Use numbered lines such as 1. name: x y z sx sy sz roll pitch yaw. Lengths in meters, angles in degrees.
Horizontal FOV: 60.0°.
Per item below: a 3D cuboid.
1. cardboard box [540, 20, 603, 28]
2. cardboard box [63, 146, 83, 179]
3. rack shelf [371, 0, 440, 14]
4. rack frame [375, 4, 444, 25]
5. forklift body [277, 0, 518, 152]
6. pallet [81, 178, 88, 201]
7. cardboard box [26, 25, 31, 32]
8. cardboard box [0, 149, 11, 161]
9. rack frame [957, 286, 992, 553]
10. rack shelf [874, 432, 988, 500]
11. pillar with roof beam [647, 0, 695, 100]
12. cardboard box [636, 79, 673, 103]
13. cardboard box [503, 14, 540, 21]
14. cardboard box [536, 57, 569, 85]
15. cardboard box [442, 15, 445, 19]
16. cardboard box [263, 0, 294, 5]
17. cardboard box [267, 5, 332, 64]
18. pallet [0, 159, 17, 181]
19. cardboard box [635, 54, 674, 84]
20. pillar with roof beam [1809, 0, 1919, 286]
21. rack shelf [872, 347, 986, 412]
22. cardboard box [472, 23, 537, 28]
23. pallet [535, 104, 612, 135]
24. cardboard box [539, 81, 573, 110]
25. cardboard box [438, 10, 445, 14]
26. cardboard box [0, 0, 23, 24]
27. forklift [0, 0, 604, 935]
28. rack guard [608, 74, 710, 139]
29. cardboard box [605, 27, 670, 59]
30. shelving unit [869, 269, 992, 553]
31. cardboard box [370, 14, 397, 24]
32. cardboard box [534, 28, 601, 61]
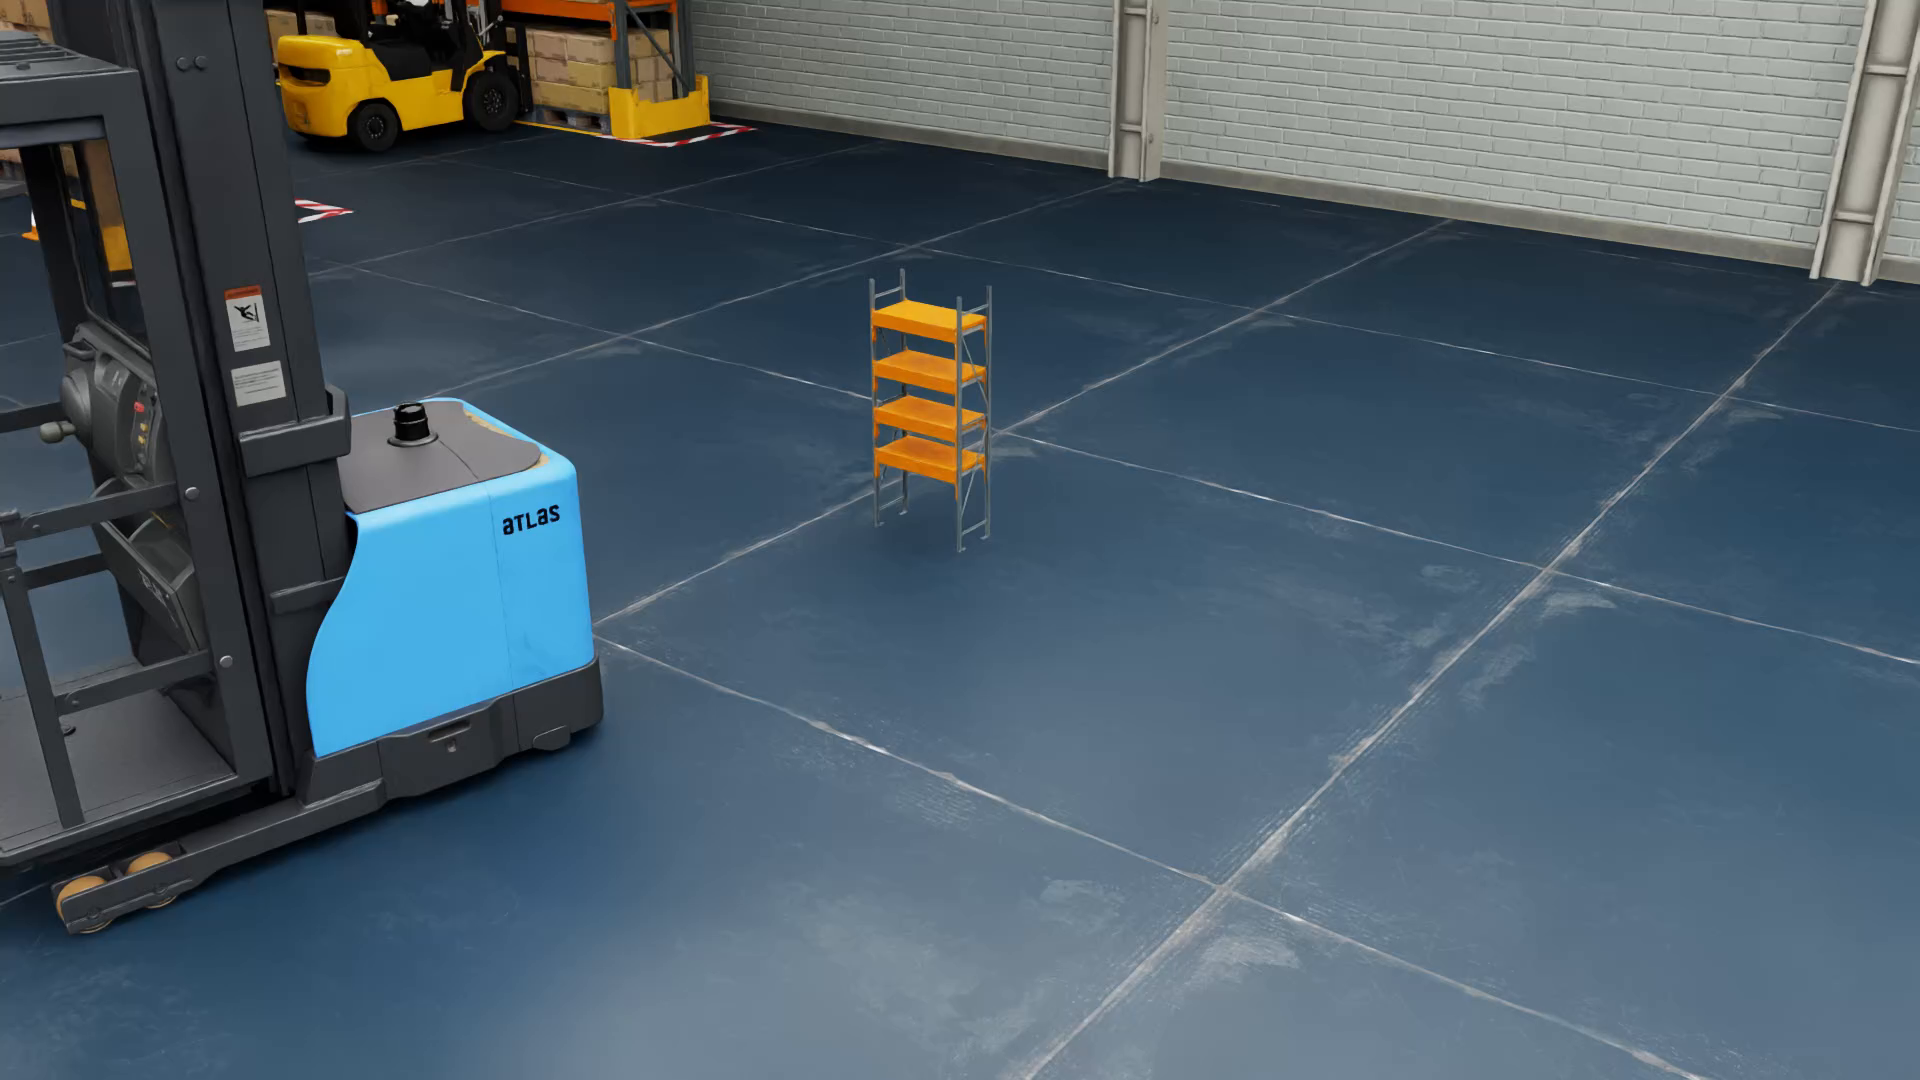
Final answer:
1. cardboard box: -4.240 -5.533 18.237 0.500 0.250 0.500 17 29 33
2. cardboard box: -7.365 -3.288 14.382 0.500 0.250 0.500 17 29 33
3. rack shelf: -7.974 -6.842 20.451 4.000 0.370 1.077 17 29 33
4. rack frame: -6.374 -6.688 19.208 0.127 3.000 1.000 17 29 33
5. forklift body: -5.785 -5.202 16.889 1.214 2.155 2.313 17 29 33
6. pallet: -6.837 -3.068 14.452 1.213 0.211 1.003 17 29 33
7. cardboard box: -7.786 -4.400 14.328 0.250 0.149 0.380 17 29 33
8. cardboard box: -8.604 -3.664 15.235 0.500 0.250 0.500 19 30 36
9. rack frame: 0.063 -0.530 7.465 0.015 1.200 0.240 17 29 33
10. rack shelf: -0.132 -0.346 7.706 0.480 0.148 0.258 17 29 33
11. pillar with roof beam: -5.772 -7.536 13.693 0.400 9.000 9.100 17 29 33
12. cardboard box: -3.449 -4.836 17.895 0.500 0.250 0.500 17 29 34
13. cardboard box: -5.053 -5.778 18.793 0.500 0.250 0.500 17 29 34
14. cardboard box: -4.145 -5.025 17.703 0.500 0.250 0.500 16 29 33
15. cardboard box: -5.772 -5.734 18.693 0.500 0.250 0.500 17 29 33
16. cardboard box: -9.084 -6.605 21.445 0.625 0.625 0.875 18 29 35
17. cardboard box: -8.017 -6.287 20.723 0.625 0.625 0.875 15 28 31
18. pallet: -8.789 -3.658 15.791 1.213 0.211 1.003 17 29 33
19. cardboard box: -3.425 -5.064 17.792 0.500 0.250 0.500 17 29 34
20. pillar with roof beam: 3.831 -4.634 7.107 0.400 9.000 9.100 17 29 33
21. rack shelf: -0.132 -0.732 7.536 0.480 0.148 0.258 17 29 33
22. cardboard box: -4.952 -5.488 18.134 0.500 0.250 0.500 16 28 32
23. pallet: -3.810 -4.616 17.964 1.213 0.211 1.003 17 29 33
24. cardboard box: -4.131 -4.789 17.789 0.500 0.250 0.500 17 29 33
25. cardboard box: -5.864 -6.022 19.348 0.500 0.250 0.500 17 29 34
26. cardboard box: -7.937 -4.715 14.239 0.500 0.500 0.500 17 29 34
27. forklift: -2.756 -0.389 4.997 3.031 2.935 1.130 -19 30 -37
28. rack guard: -3.154 -4.571 17.503 0.348 0.500 1.175 17 29 33
29. cardboard box: -3.444 -5.289 17.683 0.500 0.250 0.500 16 29 33
30. shelving unit: -0.132 -0.589 7.599 0.503 1.200 0.258 17 29 33
31. cardboard box: -6.798 -5.916 19.880 0.625 0.625 0.875 18 30 36
32. cardboard box: -4.141 -5.244 17.581 0.500 0.250 0.500 17 29 34
